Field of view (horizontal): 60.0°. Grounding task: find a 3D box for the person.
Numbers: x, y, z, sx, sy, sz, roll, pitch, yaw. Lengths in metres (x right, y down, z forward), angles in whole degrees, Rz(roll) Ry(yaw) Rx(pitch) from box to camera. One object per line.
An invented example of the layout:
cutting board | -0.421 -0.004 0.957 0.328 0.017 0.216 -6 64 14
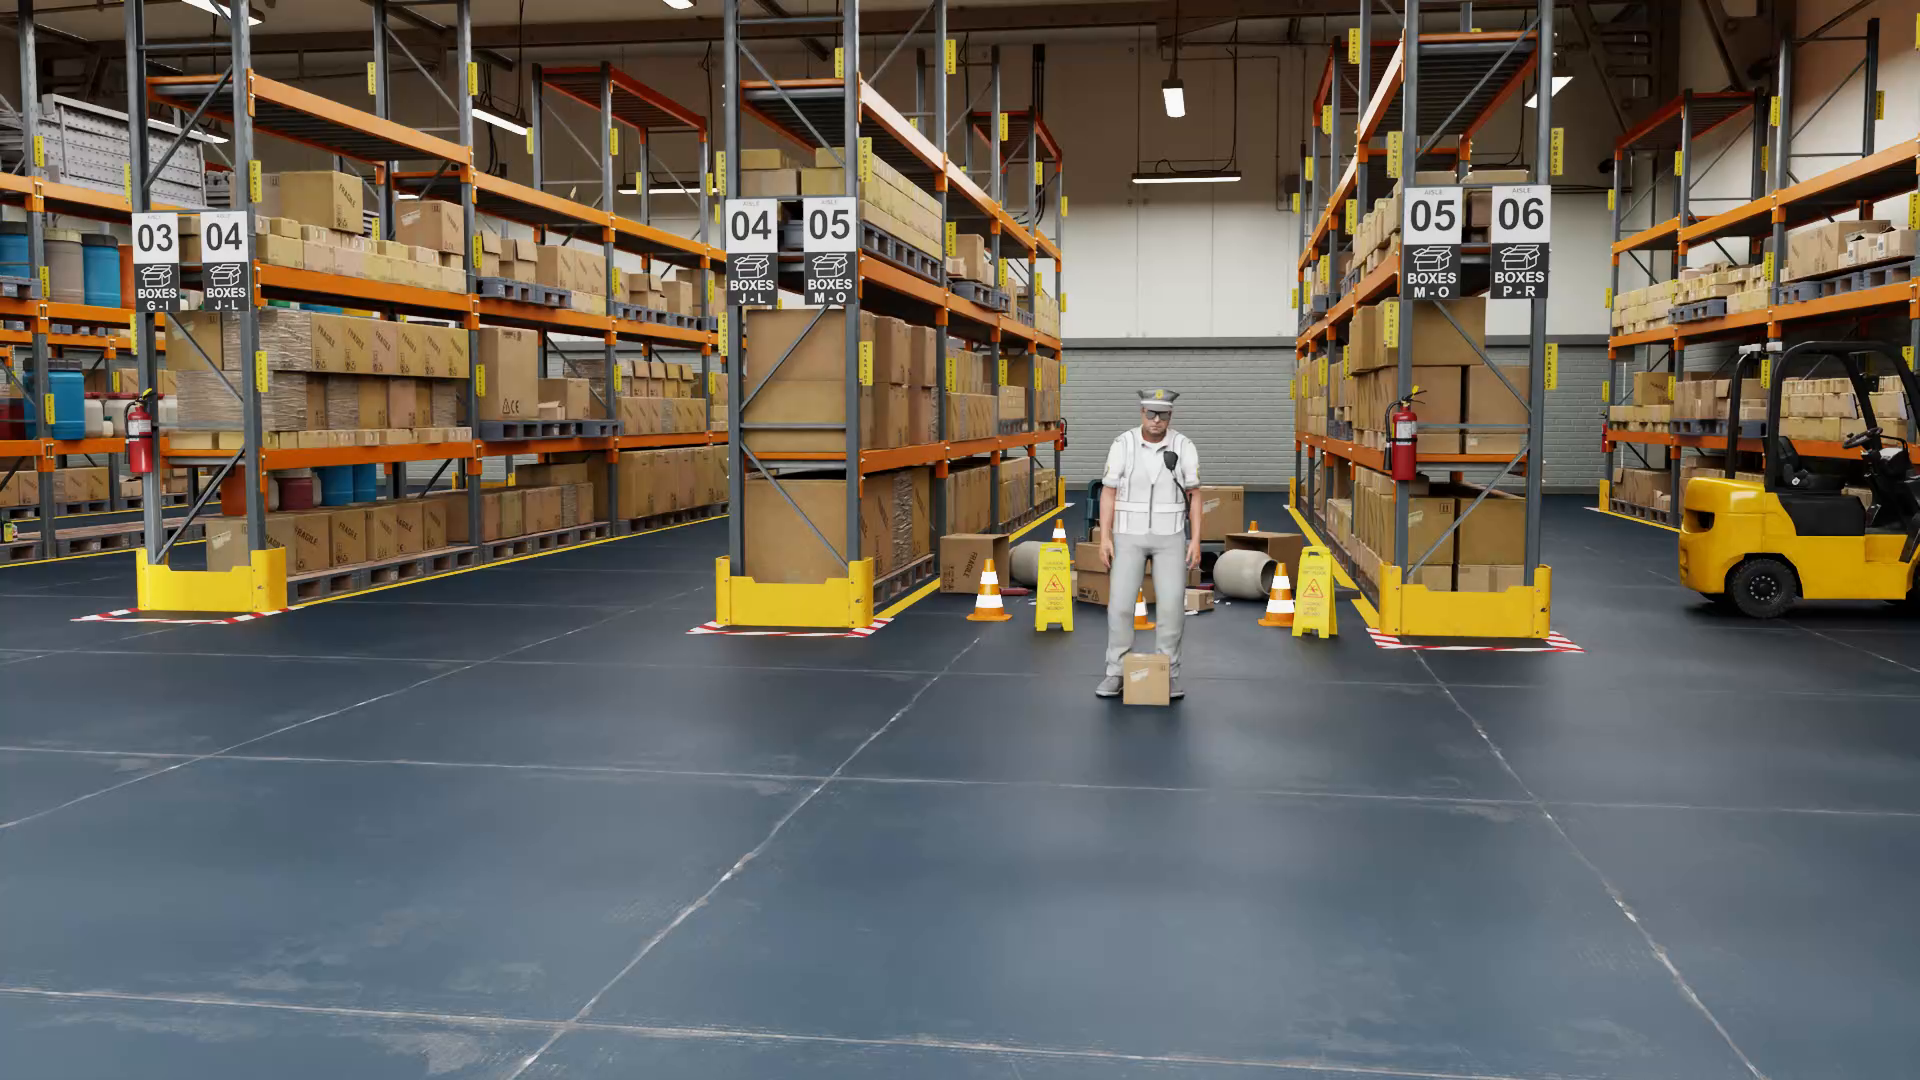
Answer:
person | 1.083 0.007 9.498 0.600 1.747 0.437 0 4 5
